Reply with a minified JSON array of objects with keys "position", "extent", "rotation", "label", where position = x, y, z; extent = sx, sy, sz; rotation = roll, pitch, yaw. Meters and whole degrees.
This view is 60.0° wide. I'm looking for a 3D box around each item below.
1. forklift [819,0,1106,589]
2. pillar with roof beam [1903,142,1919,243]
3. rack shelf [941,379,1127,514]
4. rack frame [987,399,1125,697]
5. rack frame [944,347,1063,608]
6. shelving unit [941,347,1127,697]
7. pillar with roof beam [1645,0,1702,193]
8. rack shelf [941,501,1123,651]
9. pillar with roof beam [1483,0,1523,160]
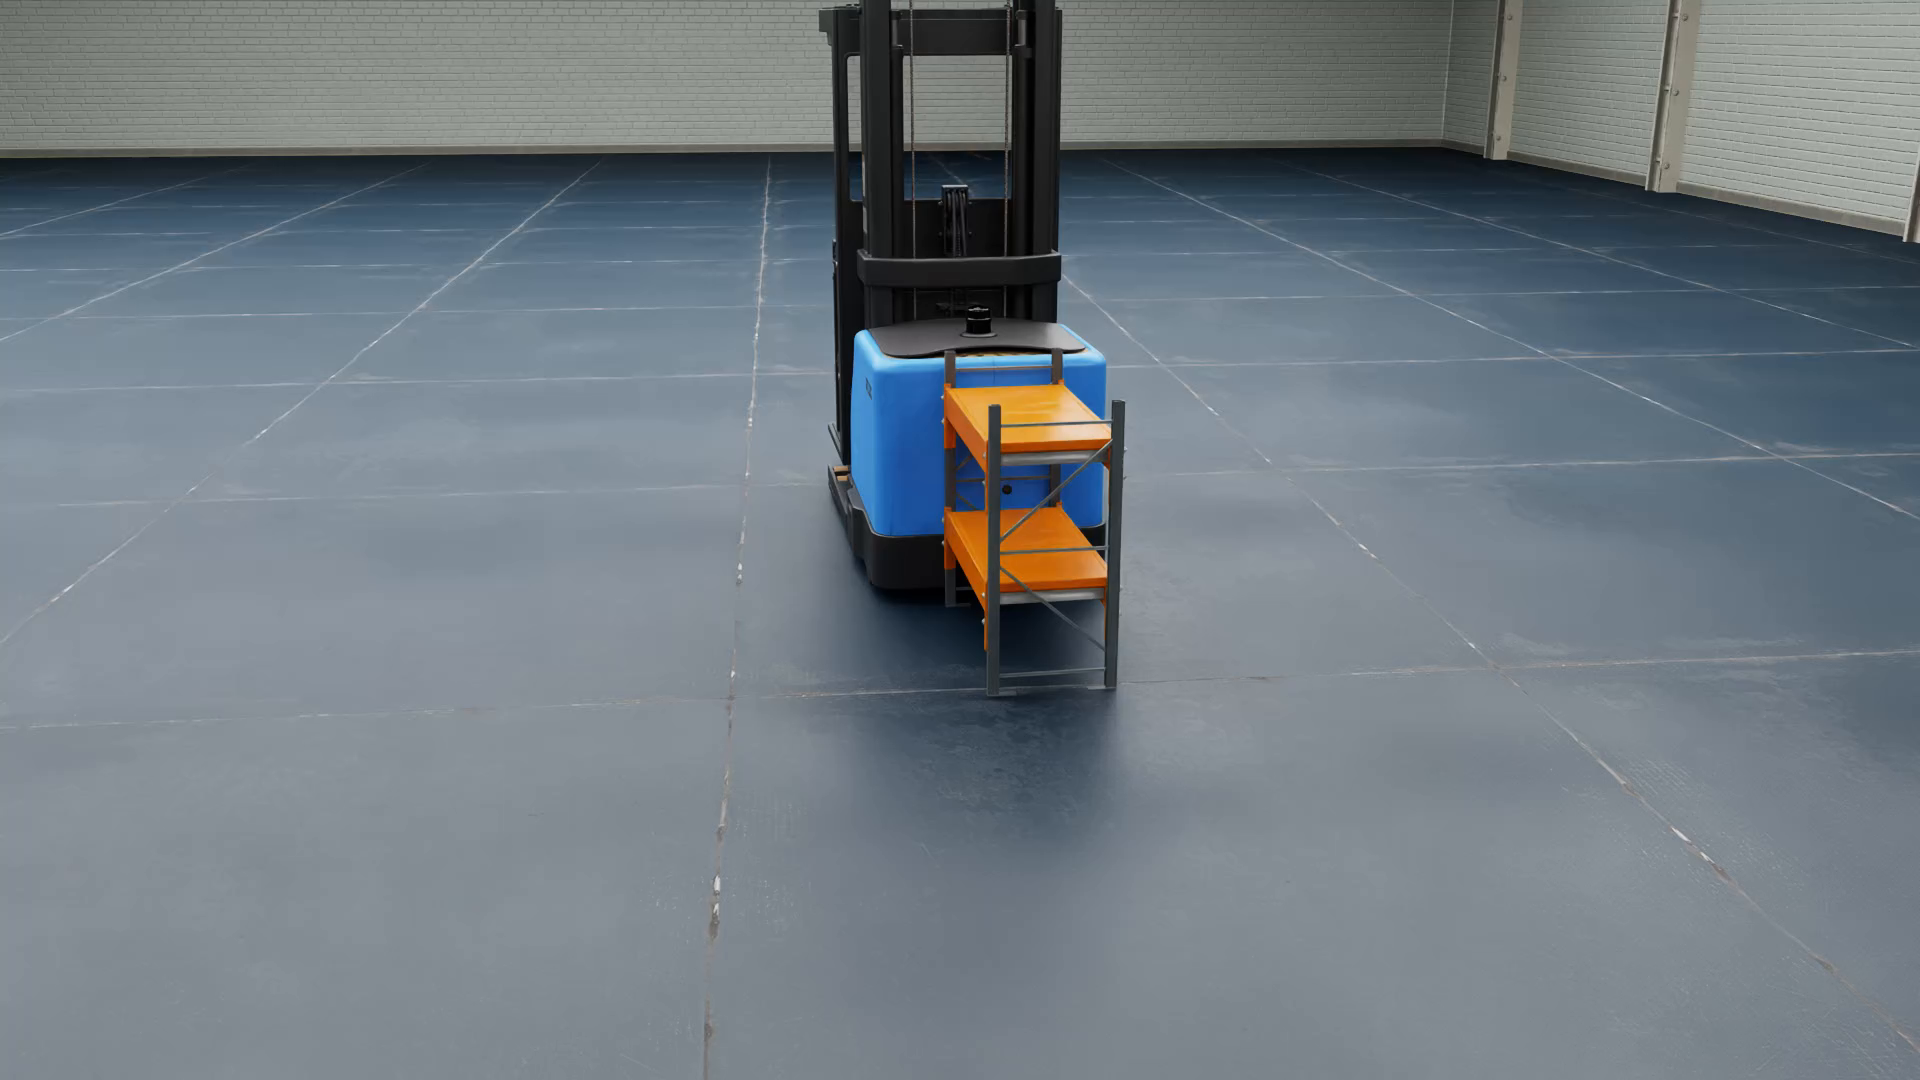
[{"position":[-0.103,-1.582,8.323],"extent":[1.130,2.935,3.031],"rotation":[-3,18,-9],"label":"forklift"},{"position":[6.732,-7.544,17.184],"extent":[9.100,9.000,0.400],"rotation":[-2,18,-6],"label":"pillar with roof beam"},{"position":[0.267,-0.388,6.558],"extent":[0.538,0.278,1.000],"rotation":[-3,18,-9],"label":"rack shelf"},{"position":[0.350,0.041,6.167],"extent":[0.500,1.125,0.032],"rotation":[-3,18,-9],"label":"rack frame"},{"position":[0.184,-0.259,7.124],"extent":[0.500,1.125,0.032],"rotation":[-3,18,-9],"label":"rack frame"},{"position":[0.267,-0.109,6.646],"extent":[0.538,1.125,1.048],"rotation":[-3,18,-9],"label":"shelving unit"},{"position":[6.113,-9.332,22.878],"extent":[9.100,9.000,0.400],"rotation":[-2,18,-6],"label":"pillar with roof beam"},{"position":[0.267,0.124,6.719],"extent":[0.538,0.278,1.000],"rotation":[-3,18,-9],"label":"rack shelf"},{"position":[5.494,-11.119,28.572],"extent":[9.100,9.000,0.400],"rotation":[-2,18,-6],"label":"pillar with roof beam"}]
